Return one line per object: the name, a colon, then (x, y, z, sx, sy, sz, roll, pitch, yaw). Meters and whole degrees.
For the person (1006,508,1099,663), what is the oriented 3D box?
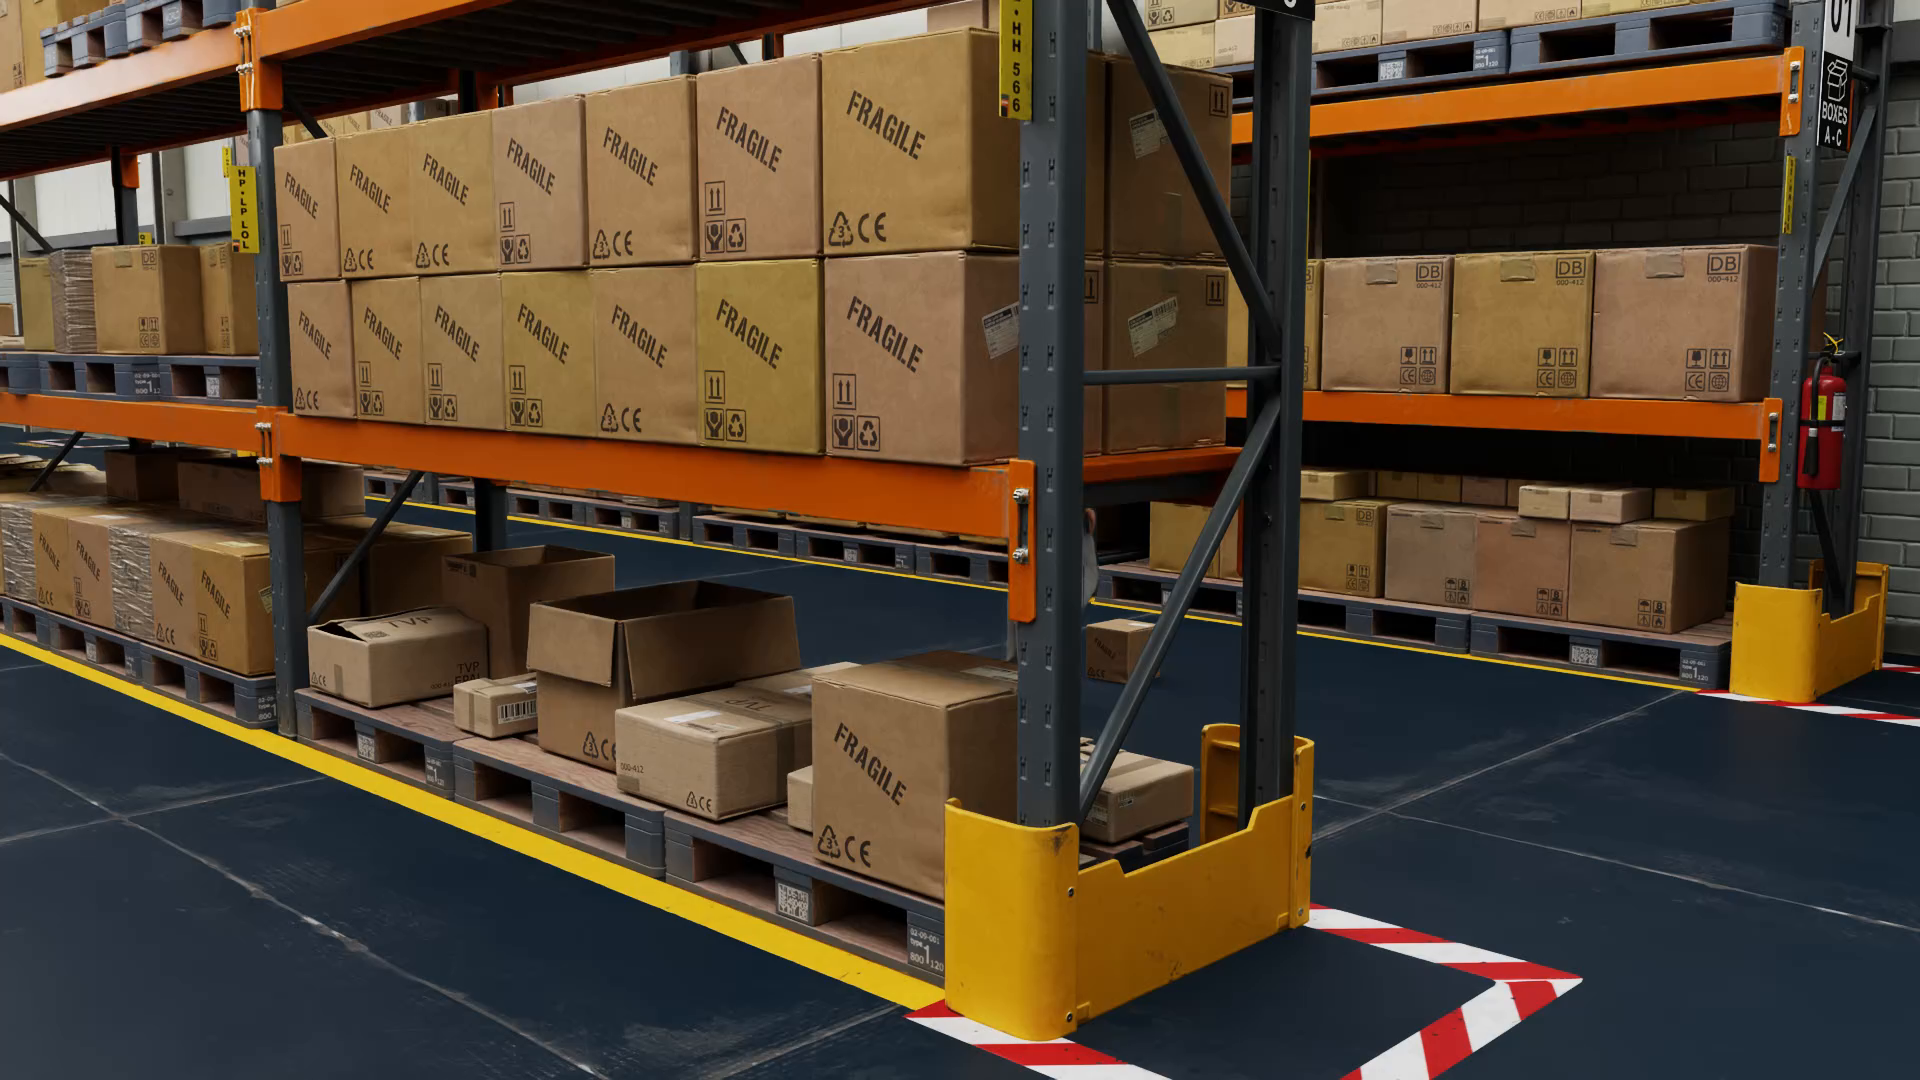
person: (0.364, -0.148, 7.333, 0.465, 1.677, 0.431, 4, 8, 29)
